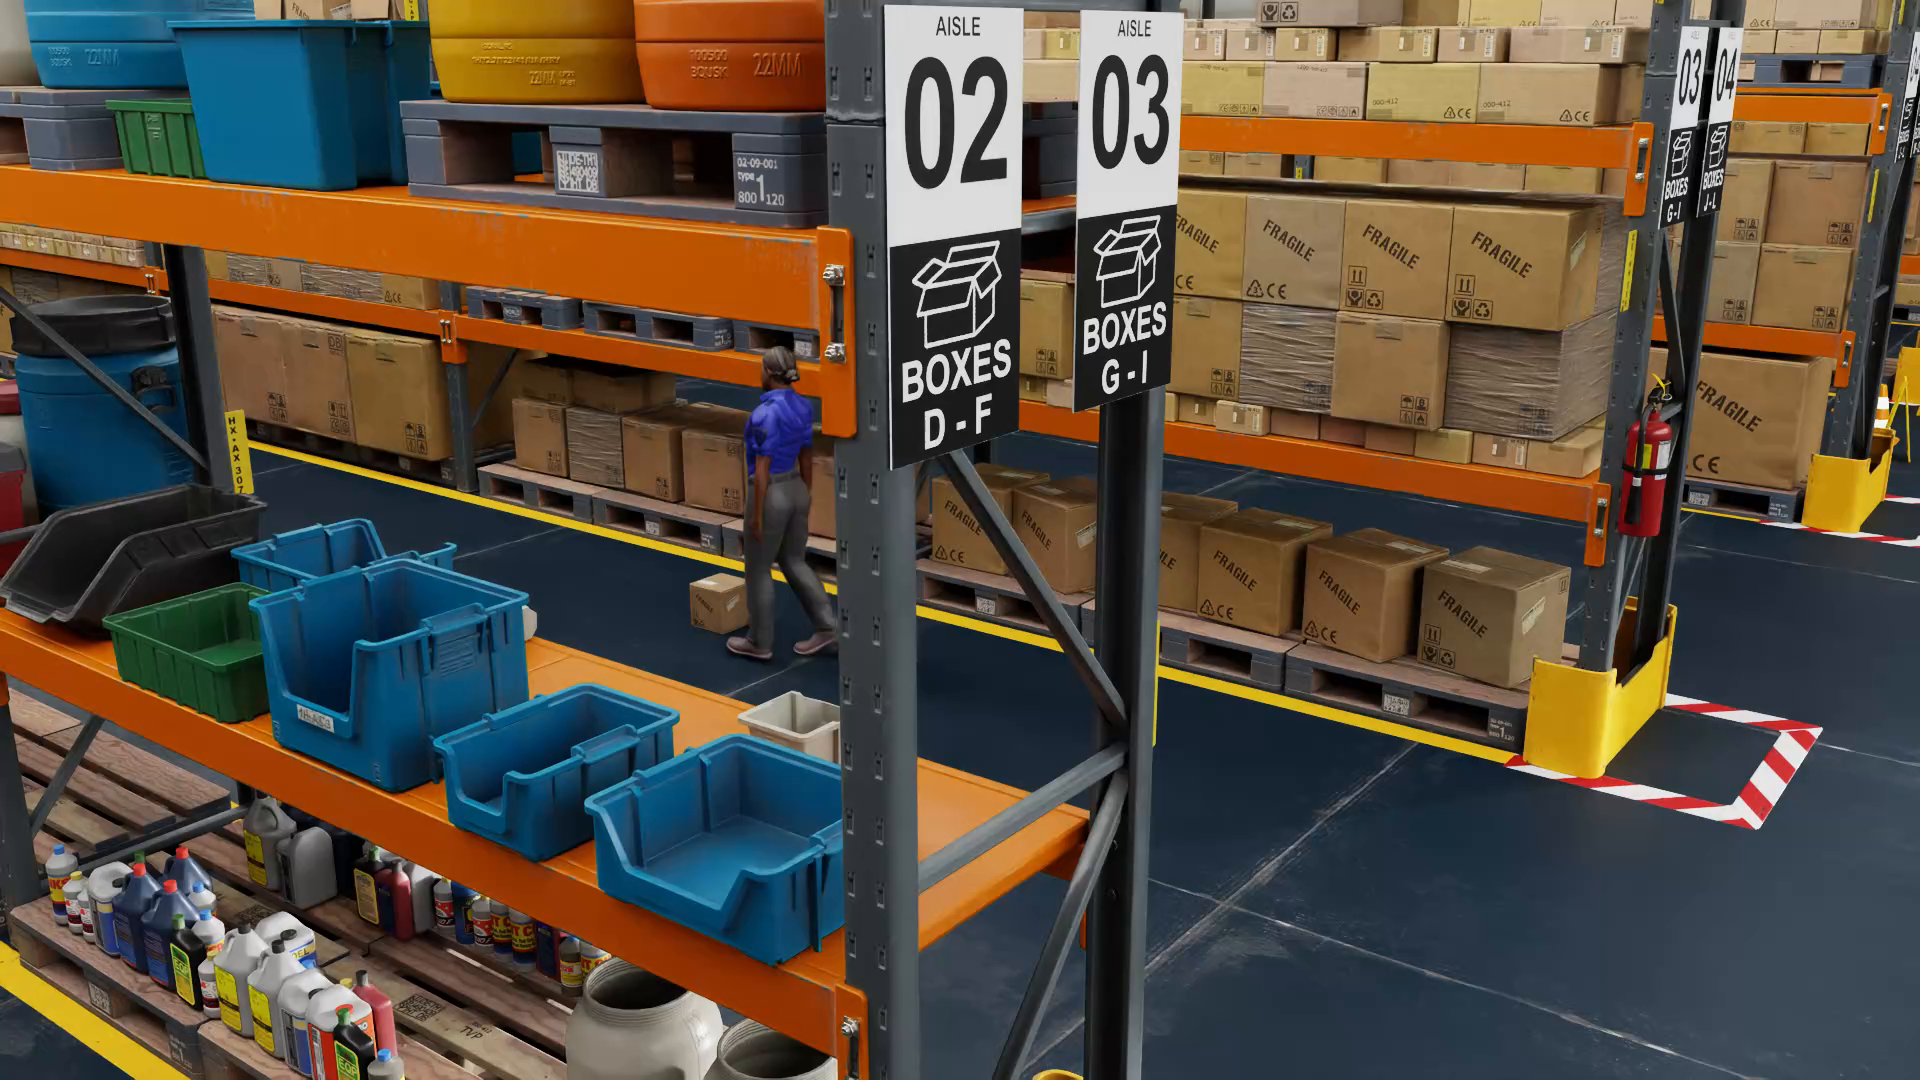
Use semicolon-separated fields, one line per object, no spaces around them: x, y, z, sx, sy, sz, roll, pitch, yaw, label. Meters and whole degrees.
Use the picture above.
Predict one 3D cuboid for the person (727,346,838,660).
-0.944;-0.183;8.641;0.597;1.659;0.465;9;19;28;person
